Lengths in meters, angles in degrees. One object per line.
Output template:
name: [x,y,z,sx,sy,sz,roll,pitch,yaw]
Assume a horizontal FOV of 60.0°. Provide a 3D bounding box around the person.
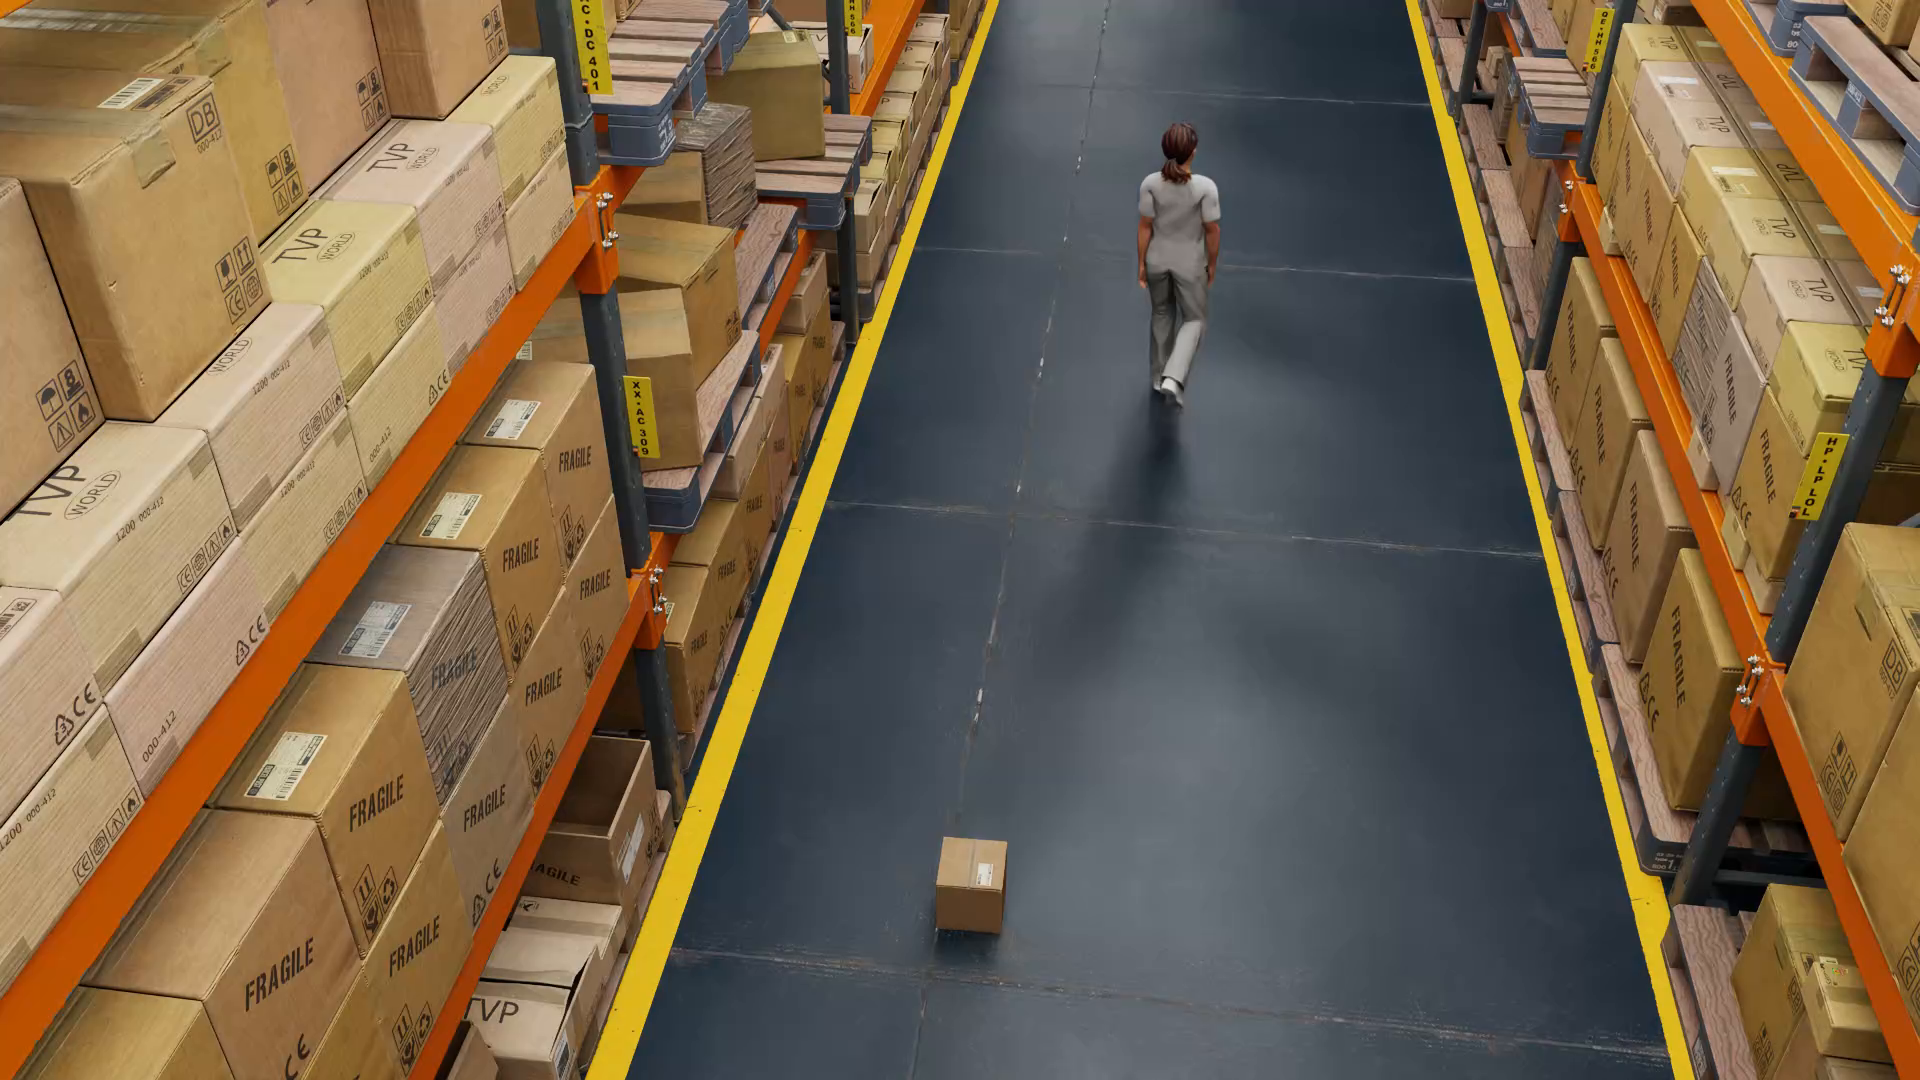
person: [1.167,-1.476,9.034,0.444,1.650,0.737,12,38,16]
